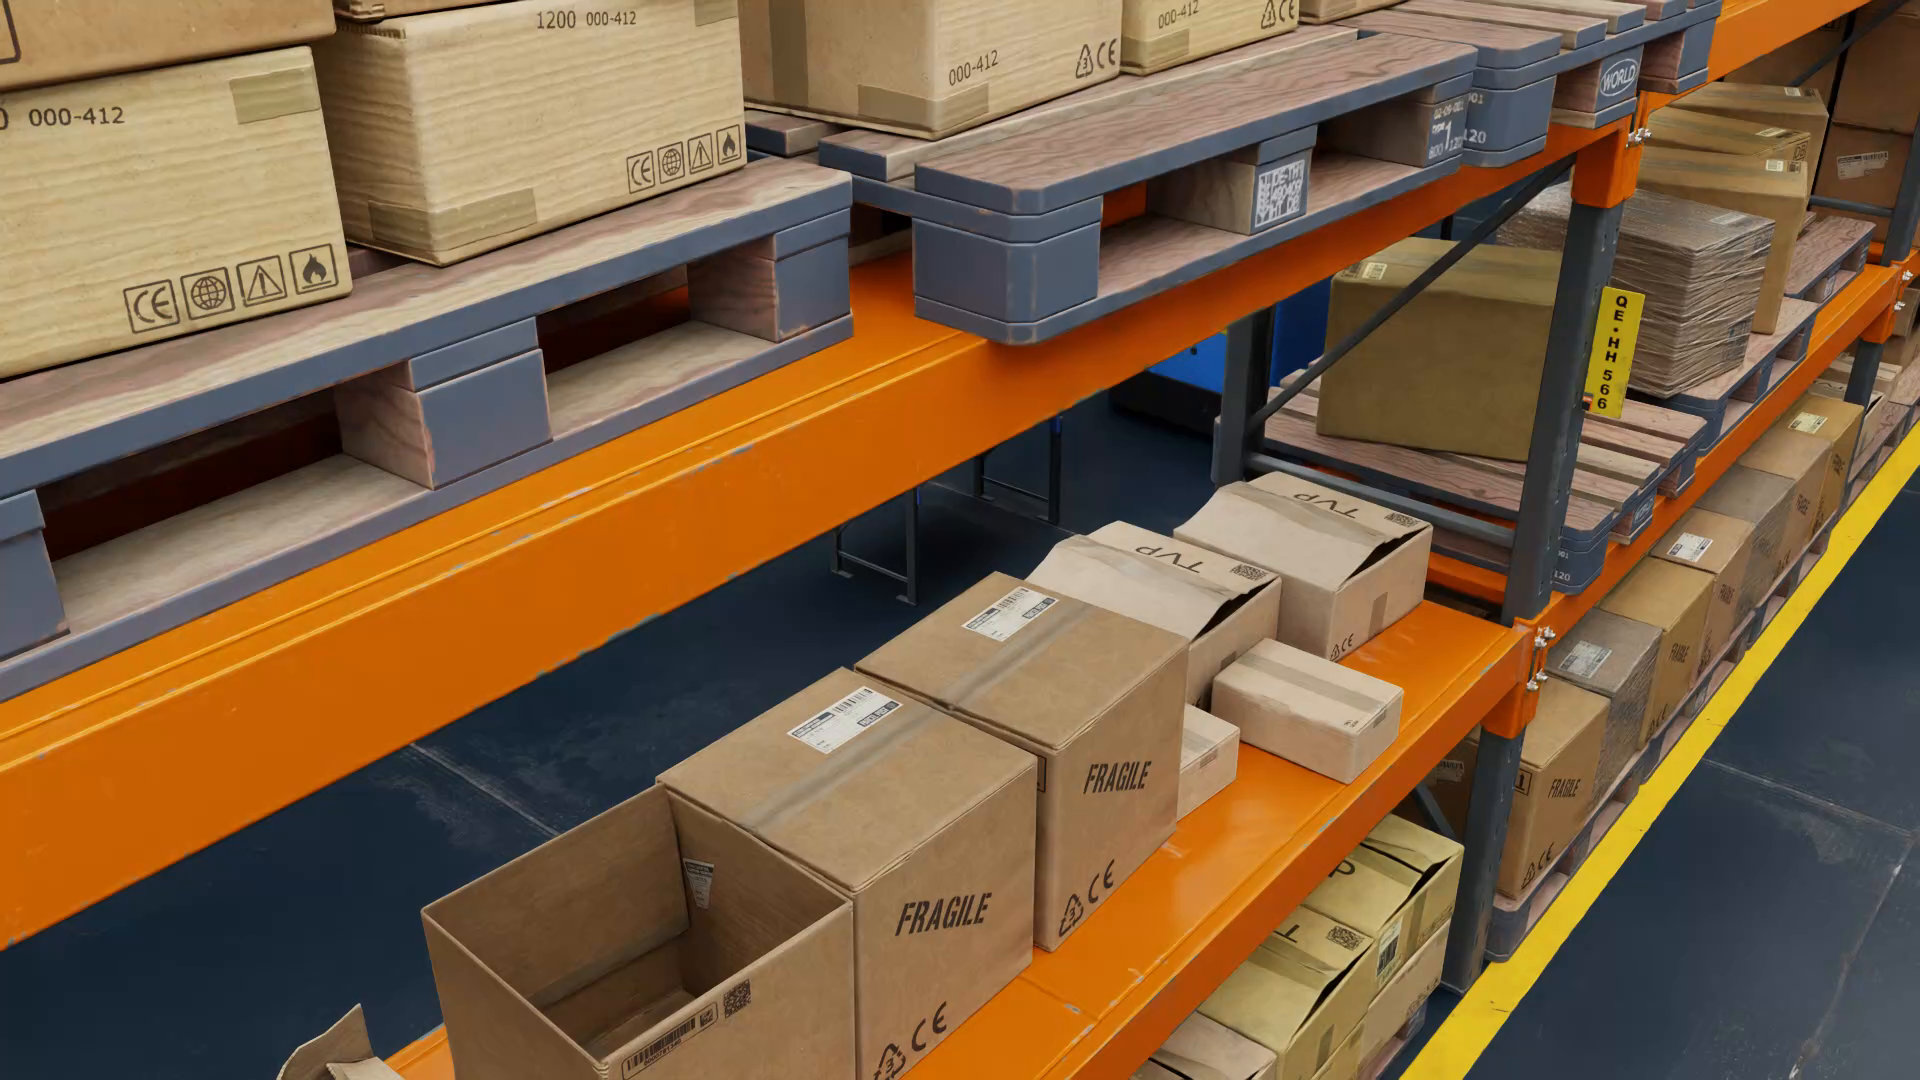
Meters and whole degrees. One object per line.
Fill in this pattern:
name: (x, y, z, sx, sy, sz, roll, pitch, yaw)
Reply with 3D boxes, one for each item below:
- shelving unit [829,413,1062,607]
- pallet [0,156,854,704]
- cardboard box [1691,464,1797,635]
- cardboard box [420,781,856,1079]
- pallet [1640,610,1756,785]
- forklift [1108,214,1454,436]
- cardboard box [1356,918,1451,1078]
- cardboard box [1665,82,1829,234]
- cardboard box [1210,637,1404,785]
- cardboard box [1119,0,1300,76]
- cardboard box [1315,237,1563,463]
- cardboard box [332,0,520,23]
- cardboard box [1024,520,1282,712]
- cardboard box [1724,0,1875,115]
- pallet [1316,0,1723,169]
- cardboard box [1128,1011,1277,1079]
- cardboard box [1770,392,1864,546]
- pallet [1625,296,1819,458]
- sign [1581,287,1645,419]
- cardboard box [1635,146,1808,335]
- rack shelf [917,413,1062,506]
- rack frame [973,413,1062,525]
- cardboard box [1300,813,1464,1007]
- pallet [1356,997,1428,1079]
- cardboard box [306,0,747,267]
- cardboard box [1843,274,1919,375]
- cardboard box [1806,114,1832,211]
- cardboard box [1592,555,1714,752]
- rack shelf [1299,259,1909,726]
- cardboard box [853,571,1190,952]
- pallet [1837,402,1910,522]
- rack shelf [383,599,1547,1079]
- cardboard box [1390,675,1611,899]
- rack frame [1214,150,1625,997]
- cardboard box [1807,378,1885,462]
shelving unit: (-0.054, -0.636, 7.347, 0.538, 1.500, 1.048, 21, 34, 34)
pallet: (-0.808, -0.254, 1.920, 0.805, 0.209, 1.217, 19, 33, 32)
cardboard box: (2.996, -0.003, 6.732, 0.500, 0.500, 0.500, 21, 34, 35)
cardboard box: (-0.523, 0.811, 2.809, 0.500, 0.500, 0.500, 24, 36, 38)
pallet: (2.465, 0.446, 6.659, 1.003, 0.211, 1.213, 21, 34, 34)
forklift: (2.174, -2.359, 9.119, 1.130, 2.935, 3.031, 23, 35, 37)
cardboard box: (1.038, 1.184, 4.732, 0.500, 0.250, 0.500, 22, 34, 36)
cardboard box: (3.255, -1.655, 7.119, 0.700, 0.500, 0.500, 9, 29, 18)
cardboard box: (0.826, 0.403, 3.980, 0.380, 0.149, 0.250, 21, 34, 34)
cardboard box: (0.248, -0.993, 2.846, 0.500, 0.250, 0.500, 20, 33, 33)
cardboard box: (1.498, -0.596, 5.071, 0.700, 0.500, 0.500, 10, 29, 18)
cardboard box: (-0.592, -0.891, 1.834, 0.500, 0.500, 0.500, -25, 36, -39)
cardboard box: (0.467, 0.192, 4.212, 0.500, 0.311, 0.500, 20, 34, 34)
cardboard box: (3.851, -2.270, 7.677, 0.500, 0.500, 0.500, 21, 34, 35)
pallet: (0.822, -1.090, 3.534, 1.213, 0.211, 1.003, 23, 35, 37)
cardboard box: (0.393, 1.299, 3.899, 0.500, 0.311, 0.500, 20, 34, 34)
cardboard box: (3.636, -0.353, 7.410, 0.500, 0.500, 0.500, 21, 34, 34)
pallet: (2.418, -0.714, 6.075, 1.003, 0.211, 1.213, 21, 34, 34)
sign: (1.615, -0.462, 4.118, 0.100, 0.325, 0.005, 21, 34, 34)
cardboard box: (2.653, -1.113, 6.071, 0.700, 0.500, 0.500, 12, 30, 22)
rack shelf: (-0.054, -0.476, 7.430, 0.538, 0.185, 1.000, 21, 34, 34)
rack frame: (0.269, -0.816, 7.695, 0.500, 1.500, 0.032, 21, 34, 34)
cardboard box: (1.042, 0.935, 4.604, 0.500, 0.311, 0.500, 22, 34, 36)
pallet: (0.631, 1.410, 4.794, 1.003, 0.211, 1.213, 21, 34, 34)
cardboard box: (-0.613, -0.554, 1.997, 0.500, 0.250, 0.500, 17, 32, 30)
cardboard box: (4.920, -1.281, 9.200, 0.797, 0.503, 0.637, 21, 34, 34)
cardboard box: (3.849, -1.823, 7.901, 0.500, 0.500, 0.500, 21, 34, 35)
cardboard box: (2.347, 0.365, 6.022, 0.500, 0.500, 0.500, 20, 34, 34)
rack shelf: (2.457, -0.498, 6.231, 1.077, 0.370, 4.000, 21, 34, 34)
cardboard box: (0.130, 0.447, 3.513, 0.500, 0.500, 0.500, 19, 33, 32)
pallet: (4.167, -0.531, 8.548, 1.003, 0.211, 1.213, 21, 34, 34)
rack shelf: (-0.087, 0.920, 3.490, 1.077, 0.370, 4.000, 21, 34, 34)
cardboard box: (1.695, 0.728, 5.319, 0.500, 0.500, 0.500, 22, 35, 36)
rack frame: (1.185, -0.109, 4.695, 1.000, 3.000, 0.127, 21, 34, 34)
cardboard box: (4.163, -0.613, 8.119, 0.500, 0.311, 0.500, 21, 34, 34)
